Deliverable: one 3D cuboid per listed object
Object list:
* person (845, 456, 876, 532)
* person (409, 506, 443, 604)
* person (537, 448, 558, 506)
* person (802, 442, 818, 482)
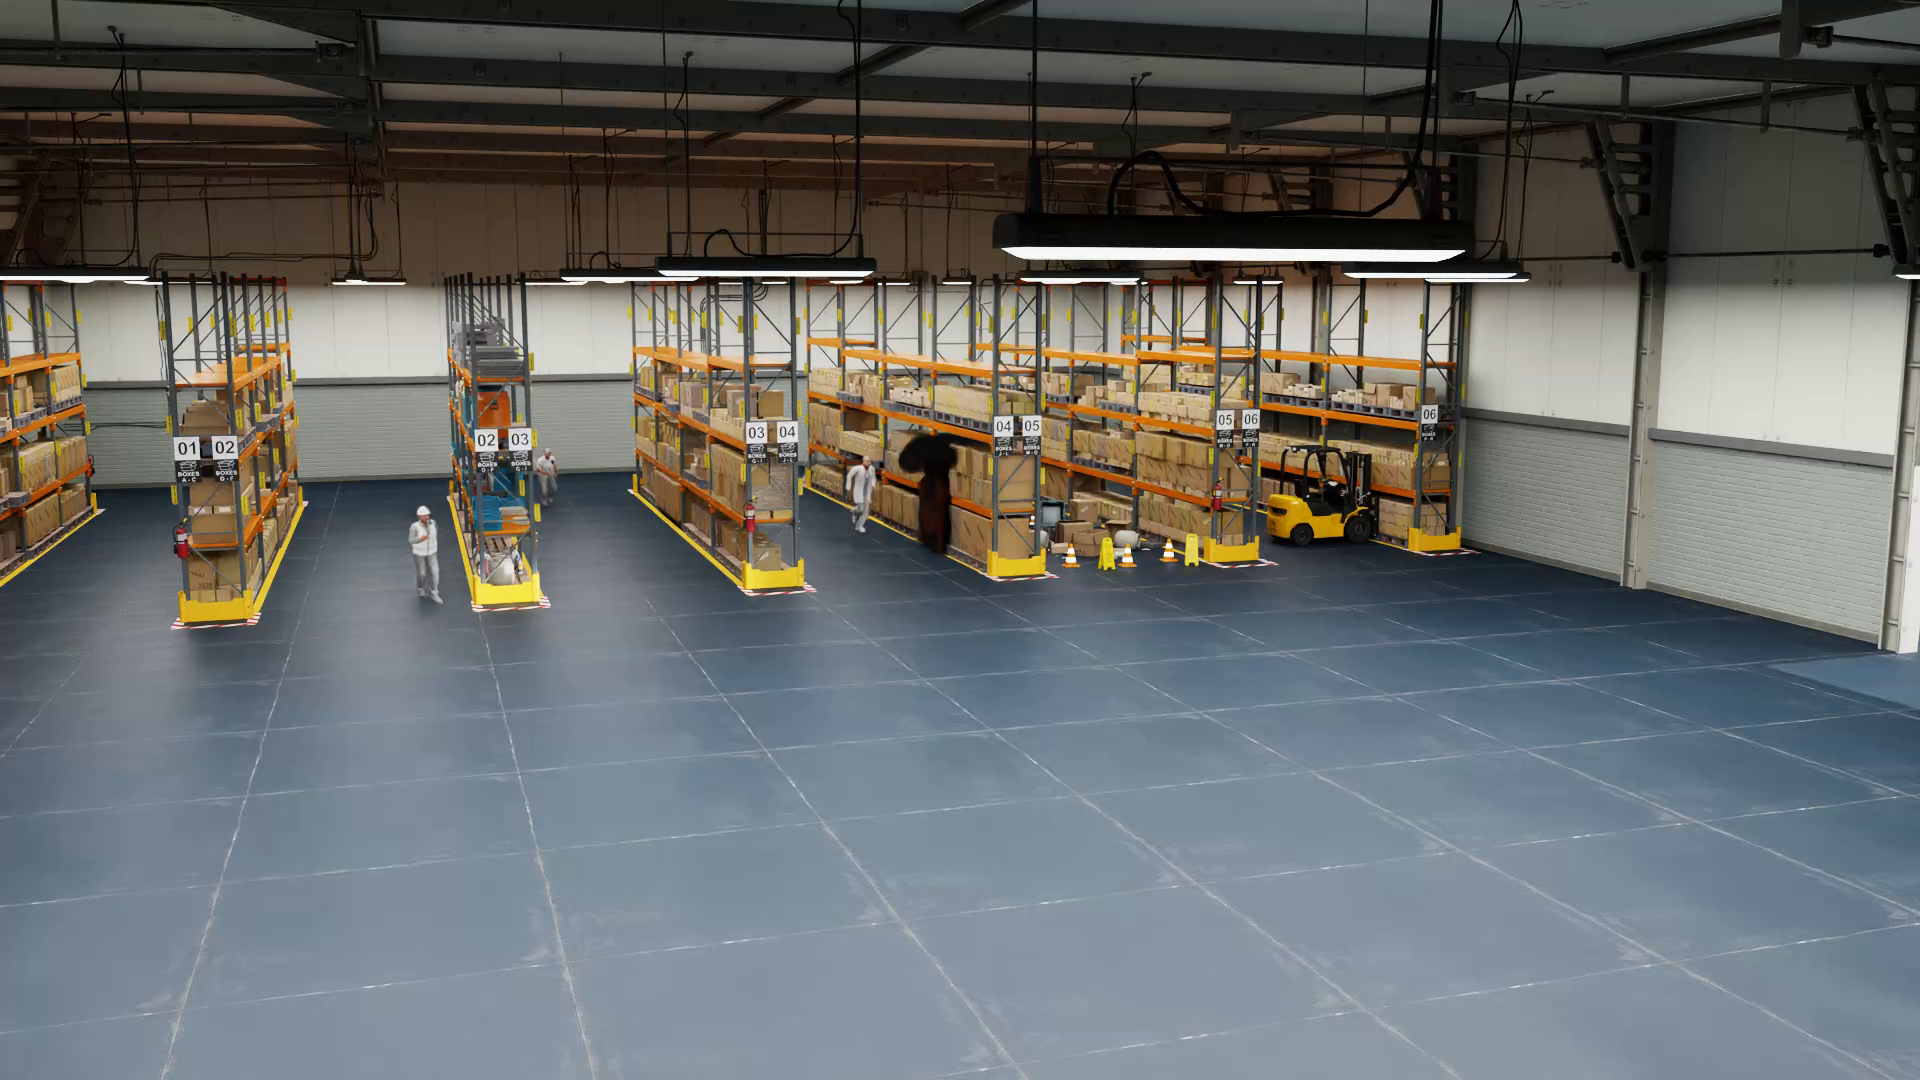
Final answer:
[{"bbox_3d":[-2.233,-1.056,37.488,0.717,1.723,0.705,-6,11,-35],"label":"person"},{"bbox_3d":[-9.836,0.257,30.545,0.628,1.791,0.882,-6,10,-34],"label":"person"},{"bbox_3d":[-10.939,-1.673,44.054,0.589,1.556,0.696,-6,11,-35],"label":"person"},{"bbox_3d":[-4.358,-2.514,49.608,0.799,1.564,0.593,-7,11,-38],"label":"person"}]
